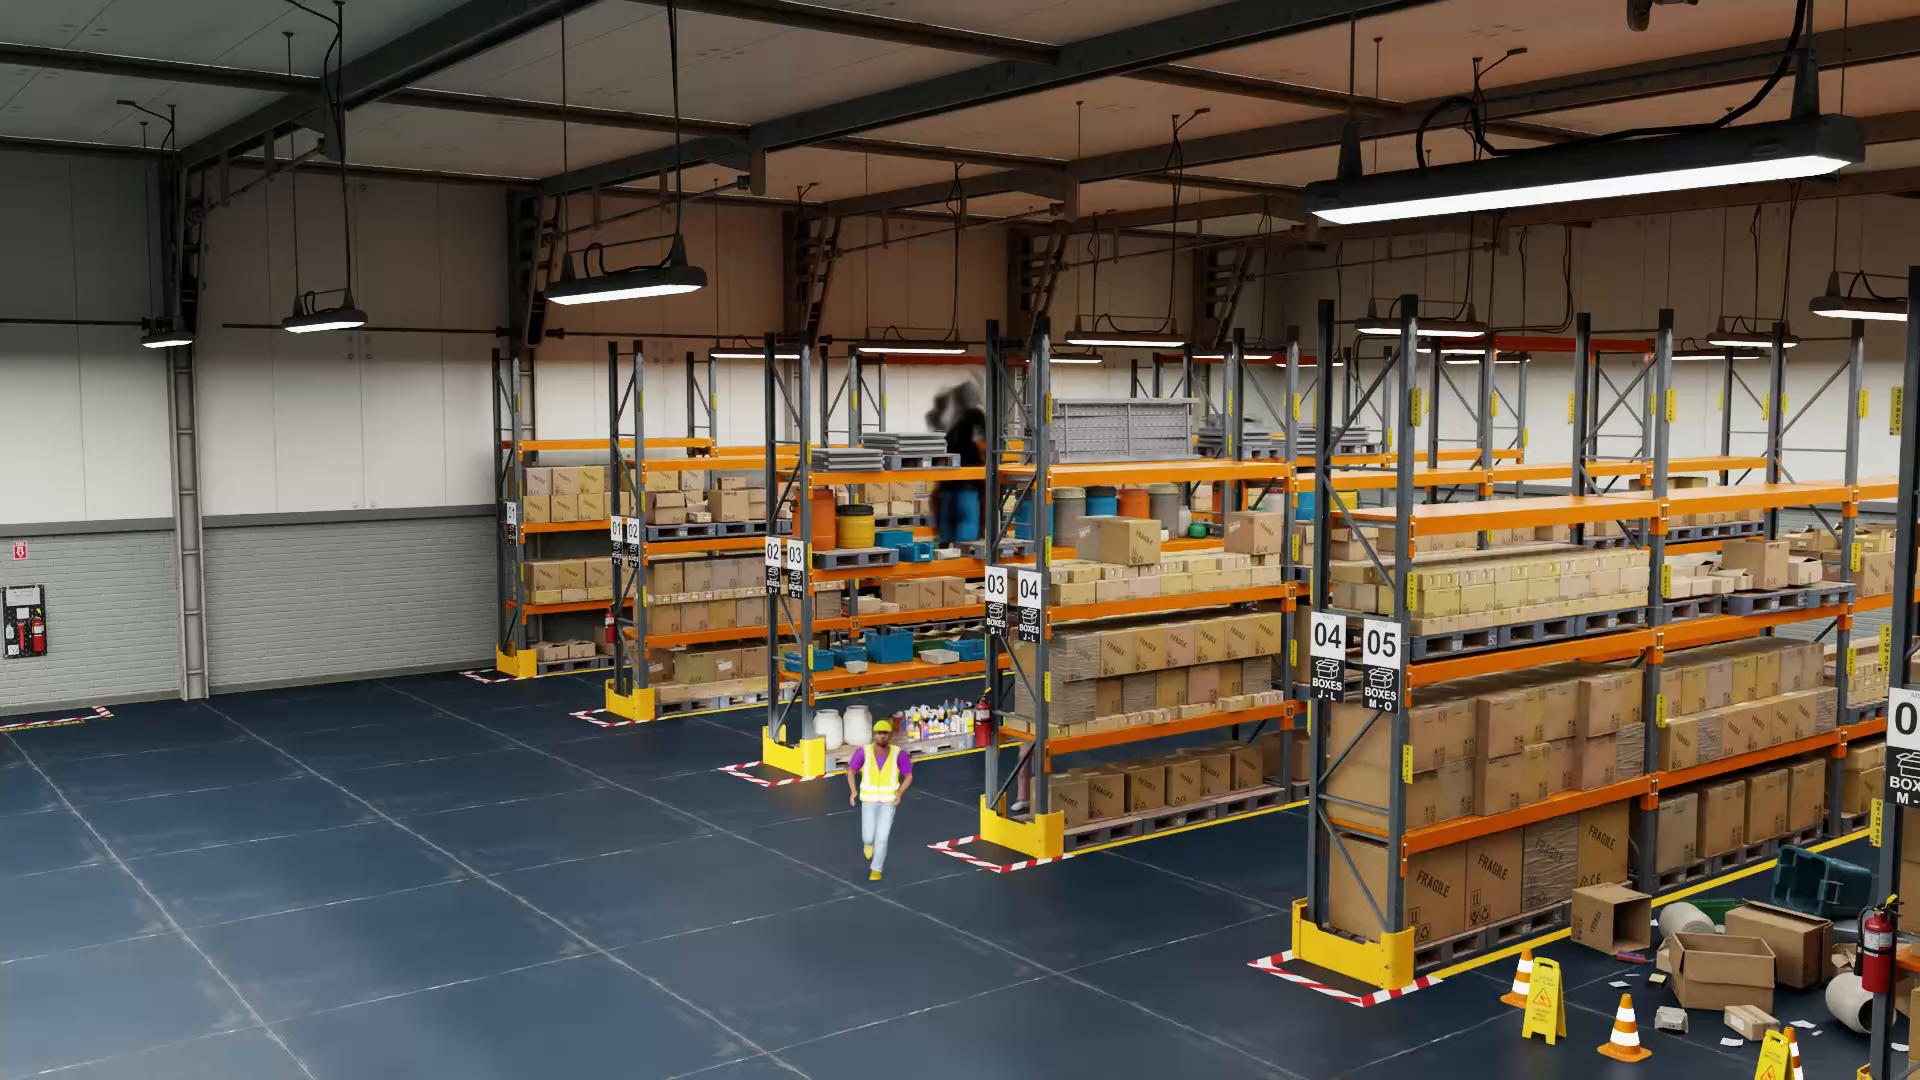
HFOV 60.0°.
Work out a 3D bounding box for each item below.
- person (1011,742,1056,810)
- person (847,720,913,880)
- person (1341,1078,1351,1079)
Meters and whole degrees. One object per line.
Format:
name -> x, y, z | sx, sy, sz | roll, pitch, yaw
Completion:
person -> 0.951, 2.508, 20.787 | 0.836, 1.652, 0.597 | -5, 7, -44
person -> -0.854, 2.768, 17.772 | 0.708, 1.707, 0.545 | 0, 5, -2
person -> 1.988, 3.591, 8.519 | 0.533, 1.653, 0.665 | 1, 5, 14
